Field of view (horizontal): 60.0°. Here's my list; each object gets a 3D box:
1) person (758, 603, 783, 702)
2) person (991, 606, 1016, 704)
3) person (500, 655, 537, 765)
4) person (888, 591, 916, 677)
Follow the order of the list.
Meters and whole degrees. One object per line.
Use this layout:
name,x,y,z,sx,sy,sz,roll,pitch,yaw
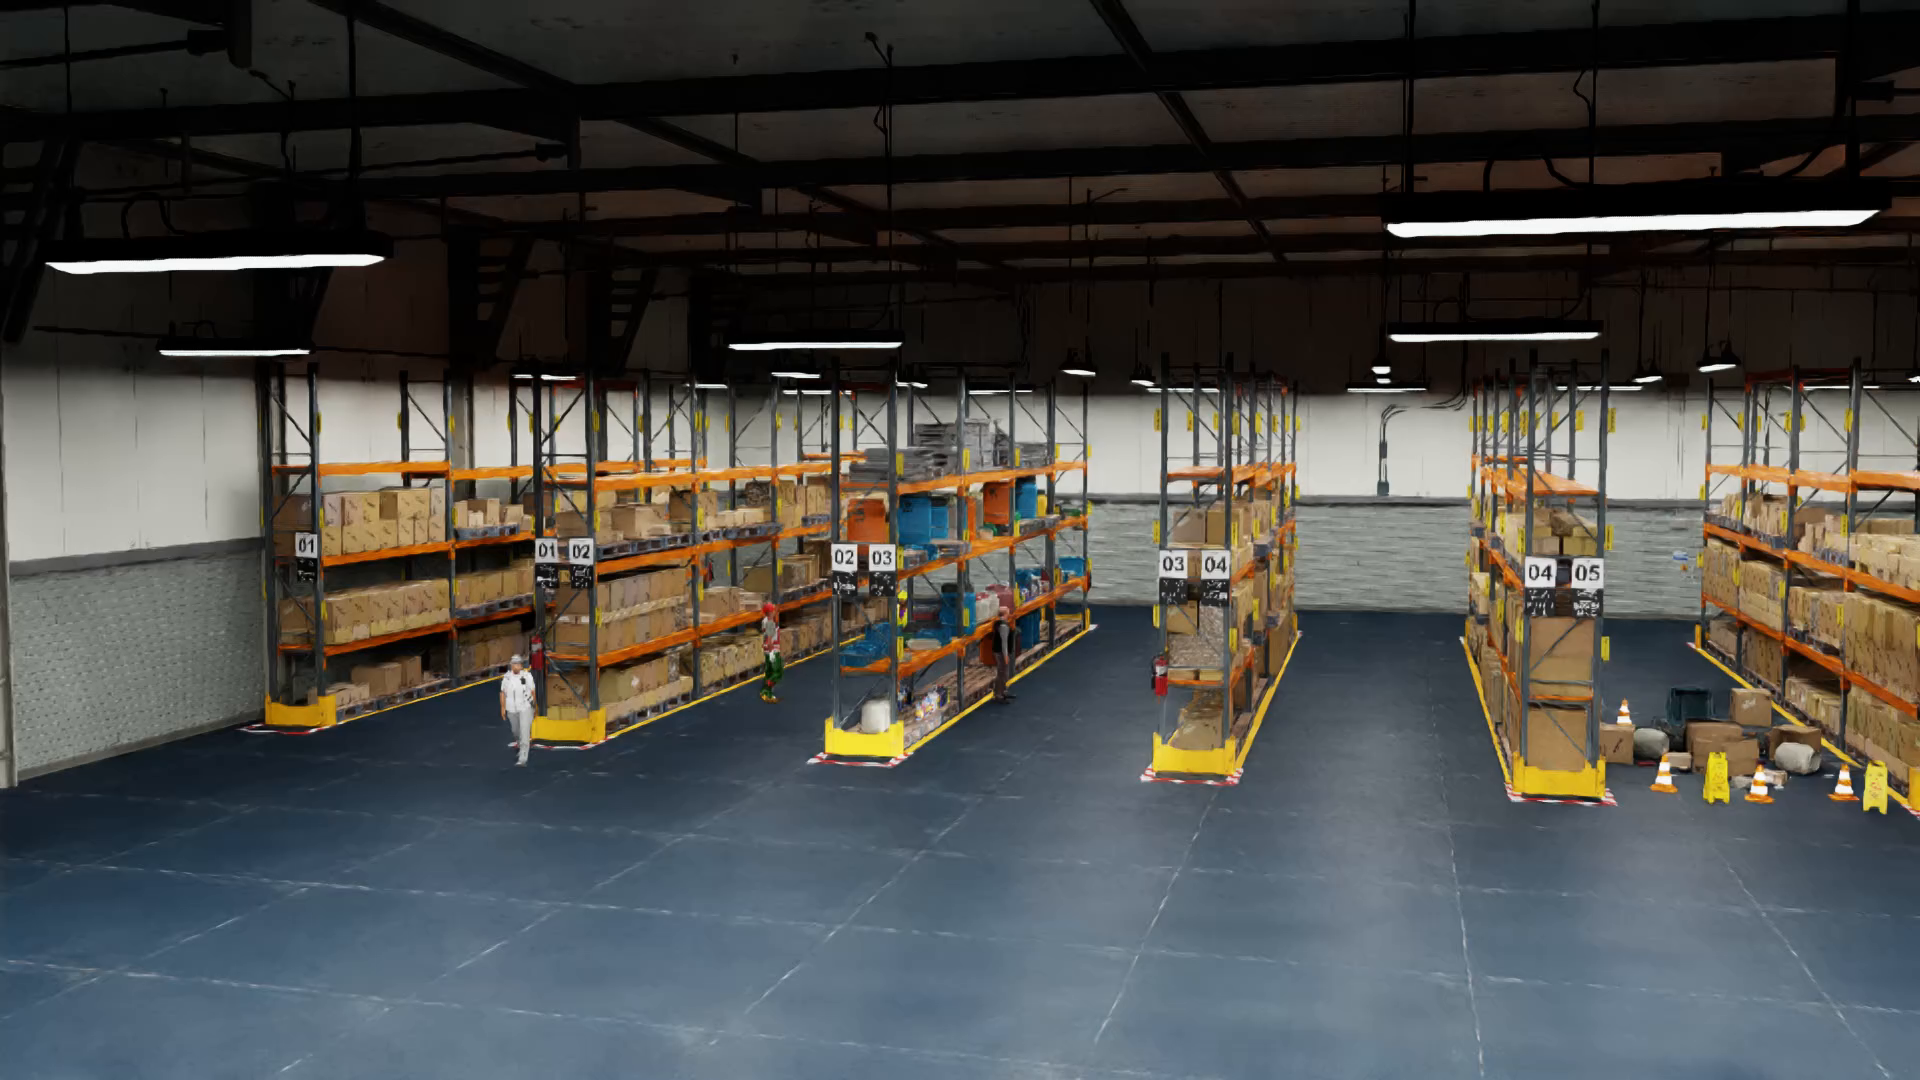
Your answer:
person,-3.402,2.017,29.734,0.440,1.787,0.592,-1,4,-15
person,0.809,2.034,29.716,0.463,1.731,0.598,-1,4,-8
person,-6.488,2.473,24.430,0.491,1.598,1.000,0,4,6
person,-1.096,1.841,32.801,0.575,1.689,1.128,1,4,12
